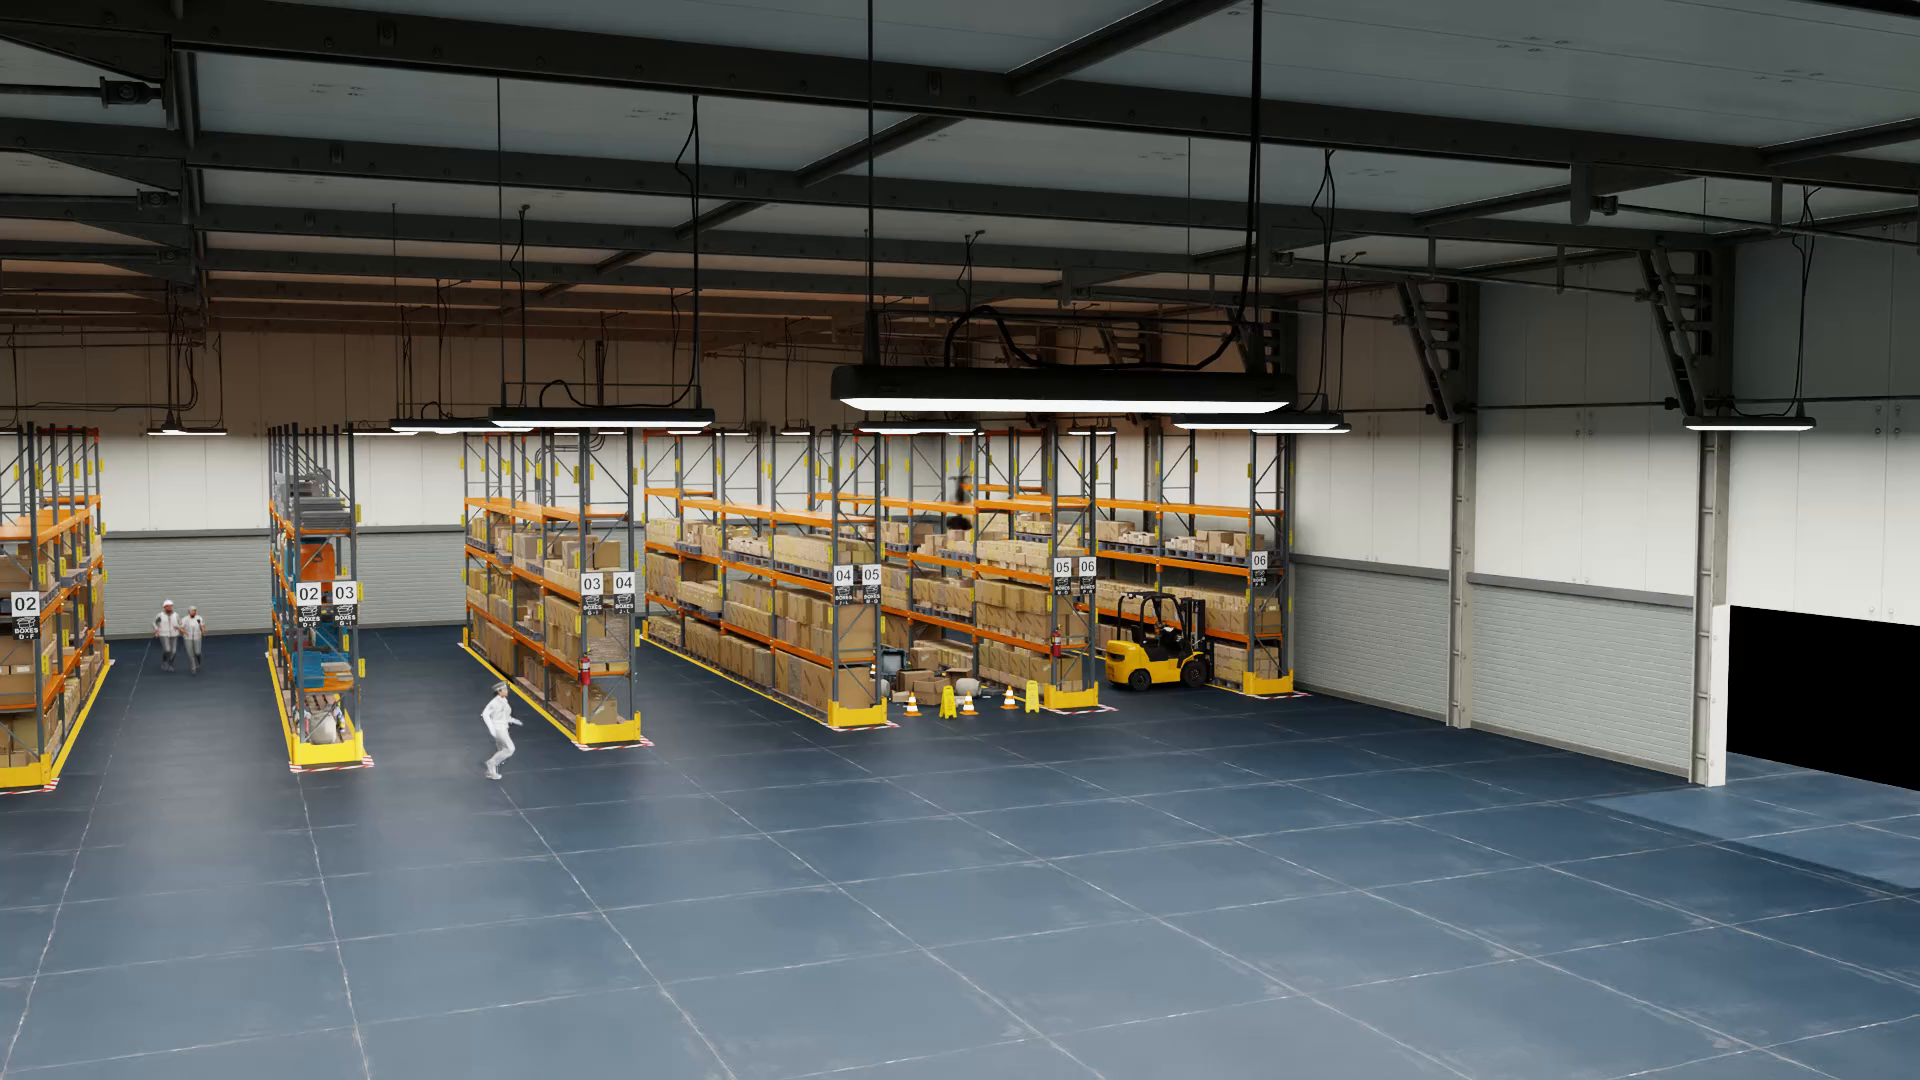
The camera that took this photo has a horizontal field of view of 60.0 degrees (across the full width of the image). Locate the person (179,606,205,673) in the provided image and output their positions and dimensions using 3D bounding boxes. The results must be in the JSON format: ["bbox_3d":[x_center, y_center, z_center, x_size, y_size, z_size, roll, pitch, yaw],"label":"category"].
[{"bbox_3d":[-18.729,2.433,40.592,0.592,1.635,0.537,-2,4,-28],"label":"person"}]

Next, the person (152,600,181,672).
[{"bbox_3d":[-19.380,2.350,40.733,0.637,1.740,0.659,-3,5,-41],"label":"person"}]

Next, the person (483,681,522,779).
[{"bbox_3d":[-7.679,3.187,27.912,0.626,1.645,0.600,0,3,3],"label":"person"}]
